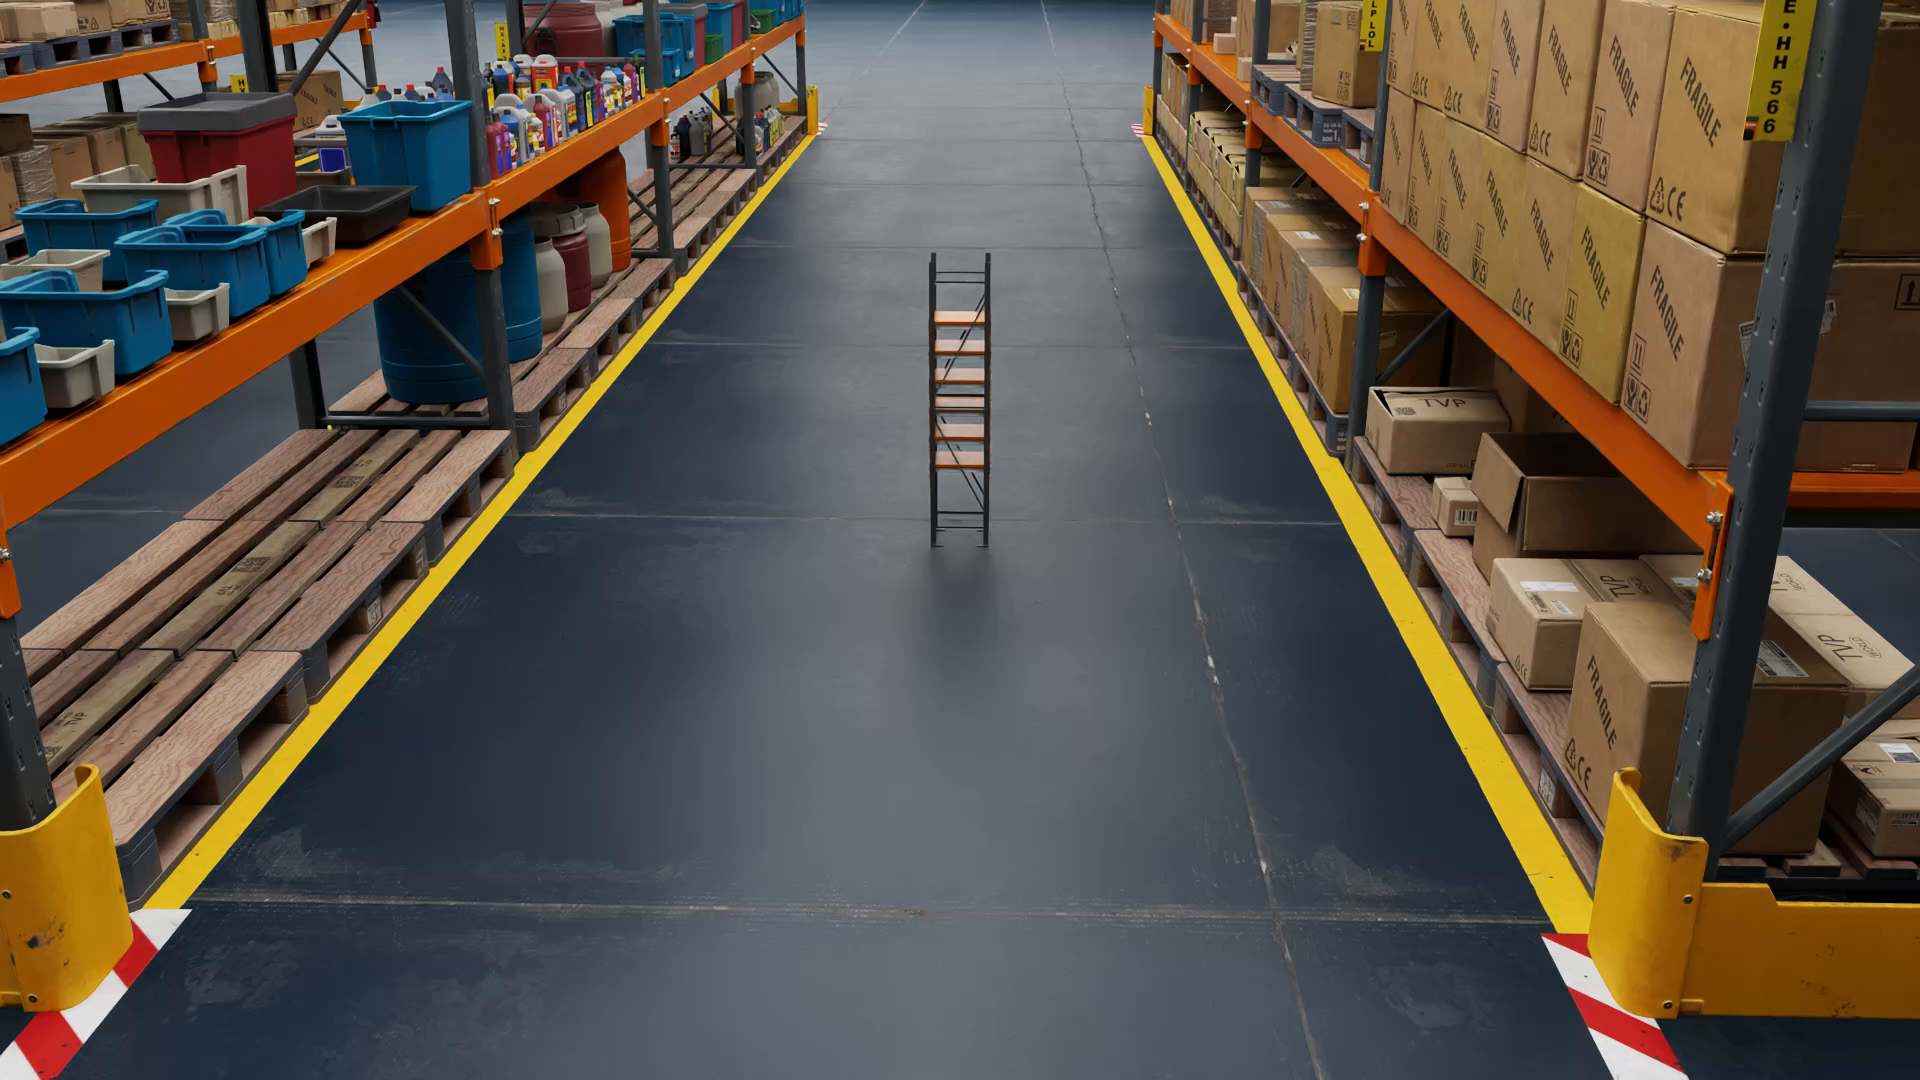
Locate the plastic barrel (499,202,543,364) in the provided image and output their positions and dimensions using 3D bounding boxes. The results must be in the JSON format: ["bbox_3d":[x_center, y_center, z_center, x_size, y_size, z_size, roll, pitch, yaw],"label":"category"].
[{"bbox_3d":[-2.573,-1.438,8.910,0.600,0.901,0.708,1,21,2],"label":"plastic barrel"}]

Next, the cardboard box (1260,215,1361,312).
[{"bbox_3d":[2.115,-1.667,10.025,0.500,0.500,0.500,0,21,1],"label":"cardboard box"}]

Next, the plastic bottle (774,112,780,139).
[{"bbox_3d":[-1.920,-4.233,16.948,0.152,0.276,0.135,0,21,0],"label":"plastic bottle"}]

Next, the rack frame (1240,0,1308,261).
[{"bbox_3d":[2.445,-3.159,11.023,1.000,3.000,0.127,1,21,2],"label":"rack frame"}]

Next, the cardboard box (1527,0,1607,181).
[{"bbox_3d":[1.966,-1.313,4.746,0.500,0.500,0.500,1,21,3],"label":"cardboard box"}]

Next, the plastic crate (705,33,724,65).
[{"bbox_3d":[-2.156,-3.929,13.302,0.450,0.188,0.662,1,21,2],"label":"plastic crate"}]

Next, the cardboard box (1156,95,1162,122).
[{"bbox_3d":[2.449,-4.774,18.406,0.500,0.250,0.500,1,21,2],"label":"cardboard box"}]

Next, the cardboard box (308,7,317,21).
[{"bbox_3d":[-7.052,-5.578,17.605,0.380,0.149,0.250,1,21,2],"label":"cardboard box"}]

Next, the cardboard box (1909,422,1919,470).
[{"bbox_3d":[2.478,-0.470,3.957,0.500,0.500,0.500,1,21,3],"label":"cardboard box"}]

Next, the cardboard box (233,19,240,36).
[{"bbox_3d":[-7.028,-4.854,15.739,0.380,0.149,0.250,1,21,2],"label":"cardboard box"}]

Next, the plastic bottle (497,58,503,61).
[{"bbox_3d":[-2.898,-2.889,10.489,0.061,0.283,0.133,1,21,2],"label":"plastic bottle"}]

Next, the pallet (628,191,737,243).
[{"bbox_3d":[-2.404,-2.634,13.526,1.003,0.211,1.213,1,21,2],"label":"pallet"}]

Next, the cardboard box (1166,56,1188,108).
[{"bbox_3d":[2.434,-4.762,17.338,0.500,0.500,0.500,1,21,2],"label":"cardboard box"}]

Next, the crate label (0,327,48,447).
[{"bbox_3d":[-2.413,-0.358,3.953,0.416,0.233,0.303,1,21,2],"label":"crate label"}]

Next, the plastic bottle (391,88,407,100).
[{"bbox_3d":[-2.783,-2.080,8.311,0.144,0.351,0.185,1,21,2],"label":"plastic bottle"}]

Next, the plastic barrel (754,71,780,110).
[{"bbox_3d":[-2.207,-4.904,18.381,0.421,0.512,0.421,0,21,0],"label":"plastic barrel"}]

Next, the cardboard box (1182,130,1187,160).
[{"bbox_3d":[2.362,-3.689,15.611,0.500,0.250,0.500,1,21,2],"label":"cardboard box"}]

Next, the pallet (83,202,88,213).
[{"bbox_3d":[-7.392,-2.692,13.674,1.003,0.211,1.213,1,21,2],"label":"pallet"}]

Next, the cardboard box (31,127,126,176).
[{"bbox_3d":[-7.425,-3.159,13.871,0.700,0.500,0.500,-1,21,-3],"label":"cardboard box"}]

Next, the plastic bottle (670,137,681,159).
[{"bbox_3d":[-2.685,-3.696,15.668,0.097,0.201,0.097,0,21,0],"label":"plastic bottle"}]

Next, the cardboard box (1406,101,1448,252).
[{"bbox_3d":[2.023,-1.393,6.334,0.500,0.500,0.500,1,21,3],"label":"cardboard box"}]

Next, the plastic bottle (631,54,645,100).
[{"bbox_3d":[-2.092,-3.009,10.799,0.061,0.283,0.133,1,21,2],"label":"plastic bottle"}]

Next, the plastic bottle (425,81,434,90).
[{"bbox_3d":[-2.940,-2.391,9.206,0.061,0.283,0.133,1,21,2],"label":"plastic bottle"}]

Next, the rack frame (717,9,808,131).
[{"bbox_3d":[-2.263,-6.107,18.622,1.000,3.000,0.127,1,21,2],"label":"rack frame"}]

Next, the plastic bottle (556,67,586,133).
[{"bbox_3d":[-2.183,-2.455,9.279,0.144,0.351,0.185,1,21,2],"label":"plastic bottle"}]

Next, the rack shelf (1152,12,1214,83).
[{"bbox_3d":[2.627,-4.993,16.745,1.077,0.370,4.000,1,21,2],"label":"rack shelf"}]

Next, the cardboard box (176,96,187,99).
[{"bbox_3d":[-7.273,-4.097,16.317,0.500,0.500,0.500,8,22,19],"label":"cardboard box"}]

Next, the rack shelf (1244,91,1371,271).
[{"bbox_3d":[2.384,-2.100,9.290,1.077,0.370,4.000,1,21,2],"label":"rack shelf"}]

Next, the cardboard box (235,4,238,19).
[{"bbox_3d":[-7.209,-5.243,15.846,0.875,0.500,0.500,1,21,2],"label":"cardboard box"}]

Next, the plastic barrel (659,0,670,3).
[{"bbox_3d":[-2.633,-4.381,13.985,0.433,0.535,0.433,0,21,0],"label":"plastic barrel"}]

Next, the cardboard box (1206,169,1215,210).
[{"bbox_3d":[2.260,-2.820,13.370,0.500,0.250,0.500,1,21,3],"label":"cardboard box"}]

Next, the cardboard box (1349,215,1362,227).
[{"bbox_3d":[2.635,-1.671,10.036,0.500,0.500,0.500,0,21,0],"label":"cardboard box"}]

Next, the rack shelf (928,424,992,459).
[{"bbox_3d":[0.000,-0.411,6.885,0.258,0.103,0.180,1,21,2],"label":"rack shelf"}]

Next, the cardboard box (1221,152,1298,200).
[{"bbox_3d":[2.224,-2.714,12.323,0.500,0.311,0.500,0,21,1],"label":"cardboard box"}]

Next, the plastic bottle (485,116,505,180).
[{"bbox_3d":[-2.190,-1.842,7.791,0.061,0.283,0.133,1,21,2],"label":"plastic bottle"}]

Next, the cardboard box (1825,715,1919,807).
[{"bbox_3d":[2.565,0.611,4.615,0.380,0.166,0.250,1,21,2],"label":"cardboard box"}]

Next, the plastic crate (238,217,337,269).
[{"bbox_3d":[-2.381,-1.041,5.846,0.293,0.136,0.466,1,21,2],"label":"plastic crate"}]

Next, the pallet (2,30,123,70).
[{"bbox_3d":[-7.438,-3.896,13.188,1.003,0.211,1.213,1,21,2],"label":"pallet"}]

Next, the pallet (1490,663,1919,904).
[{"bbox_3d":[2.227,0.718,4.887,1.003,0.211,1.213,1,21,2],"label":"pallet"}]

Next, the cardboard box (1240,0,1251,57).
[{"bbox_3d":[2.495,-4.003,13.060,0.500,0.500,0.500,1,21,2],"label":"cardboard box"}]

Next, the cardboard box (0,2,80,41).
[{"bbox_3d":[-7.176,-3.999,12.814,0.500,0.250,0.500,0,21,0],"label":"cardboard box"}]

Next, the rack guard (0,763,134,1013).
[{"bbox_3d":[-2.737,0.852,4.142,1.175,0.500,0.348,1,21,2],"label":"rack guard"}]

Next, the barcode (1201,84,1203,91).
[{"bbox_3d":[2.142,-4.005,14.724,0.001,0.075,0.075,1,21,2],"label":"barcode"}]

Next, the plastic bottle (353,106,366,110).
[{"bbox_3d":[-2.928,-1.989,8.179,0.152,0.276,0.135,1,21,2],"label":"plastic bottle"}]

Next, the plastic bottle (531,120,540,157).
[{"bbox_3d":[-2.188,-2.048,8.435,0.097,0.201,0.097,0,21,0],"label":"plastic bottle"}]

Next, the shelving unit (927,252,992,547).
[{"bbox_3d":[0.000,-0.565,6.825,0.258,1.200,0.189,1,21,2],"label":"shelving unit"}]

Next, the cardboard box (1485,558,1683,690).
[{"bbox_3d":[2.030,0.268,5.384,0.500,0.250,0.500,1,21,2],"label":"cardboard box"}]

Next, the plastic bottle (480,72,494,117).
[{"bbox_3d":[-2.737,-2.527,9.462,0.144,0.351,0.185,1,21,2],"label":"plastic bottle"}]

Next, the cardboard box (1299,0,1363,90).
[{"bbox_3d":[2.319,-2.844,9.492,0.700,0.500,0.500,5,22,12],"label":"cardboard box"}]

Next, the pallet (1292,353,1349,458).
[{"bbox_3d":[2.310,-0.707,8.559,1.003,0.211,1.213,1,21,2],"label":"pallet"}]

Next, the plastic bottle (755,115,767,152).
[{"bbox_3d":[-1.945,-3.918,16.035,0.144,0.351,0.185,1,21,3],"label":"plastic bottle"}]

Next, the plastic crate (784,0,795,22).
[{"bbox_3d":[-2.005,-5.619,17.569,0.499,0.251,0.408,1,21,2],"label":"plastic crate"}]

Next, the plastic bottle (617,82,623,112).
[{"bbox_3d":[-2.130,-2.741,10.220,0.097,0.201,0.097,0,21,0],"label":"plastic bottle"}]

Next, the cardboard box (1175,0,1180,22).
[{"bbox_3d":[2.650,-5.739,17.536,0.700,0.500,0.500,1,21,3],"label":"cardboard box"}]

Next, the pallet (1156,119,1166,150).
[{"bbox_3d":[2.707,-4.474,18.269,1.003,0.211,1.213,1,21,2],"label":"pallet"}]
